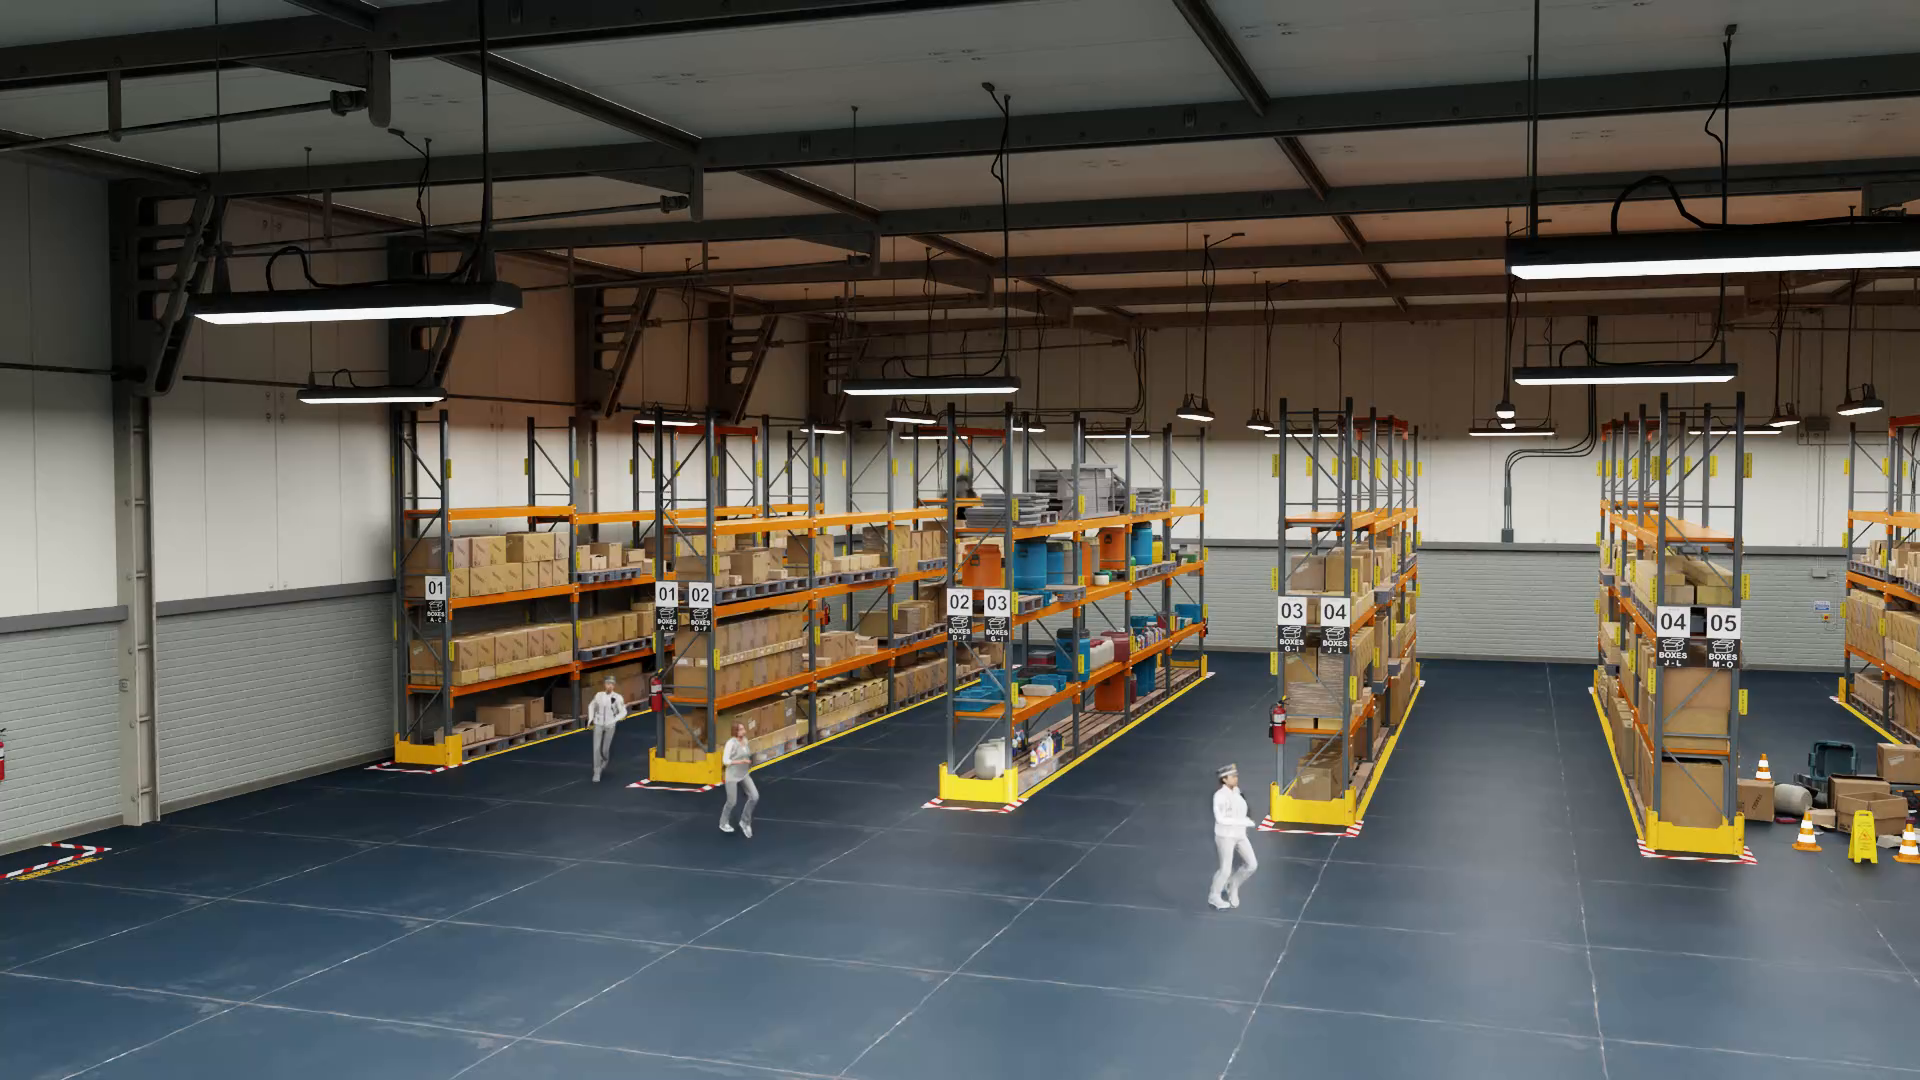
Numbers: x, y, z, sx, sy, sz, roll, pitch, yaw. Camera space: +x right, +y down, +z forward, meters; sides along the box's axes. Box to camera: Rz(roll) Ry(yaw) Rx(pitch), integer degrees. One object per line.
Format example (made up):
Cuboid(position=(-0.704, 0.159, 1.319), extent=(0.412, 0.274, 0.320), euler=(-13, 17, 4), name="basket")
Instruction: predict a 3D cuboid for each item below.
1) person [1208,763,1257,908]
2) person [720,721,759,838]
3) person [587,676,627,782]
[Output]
Cuboid(position=(3.092, 3.345, 18.784), extent=(0.587, 1.661, 0.631), euler=(-2, 3, -43), name="person")
Cuboid(position=(-3.037, 3.244, 22.522), extent=(0.717, 1.597, 0.521), euler=(2, 3, 44), name="person")
Cuboid(position=(-5.713, 3.027, 26.940), extent=(0.646, 1.687, 0.748), euler=(0, 2, -2), name="person")
